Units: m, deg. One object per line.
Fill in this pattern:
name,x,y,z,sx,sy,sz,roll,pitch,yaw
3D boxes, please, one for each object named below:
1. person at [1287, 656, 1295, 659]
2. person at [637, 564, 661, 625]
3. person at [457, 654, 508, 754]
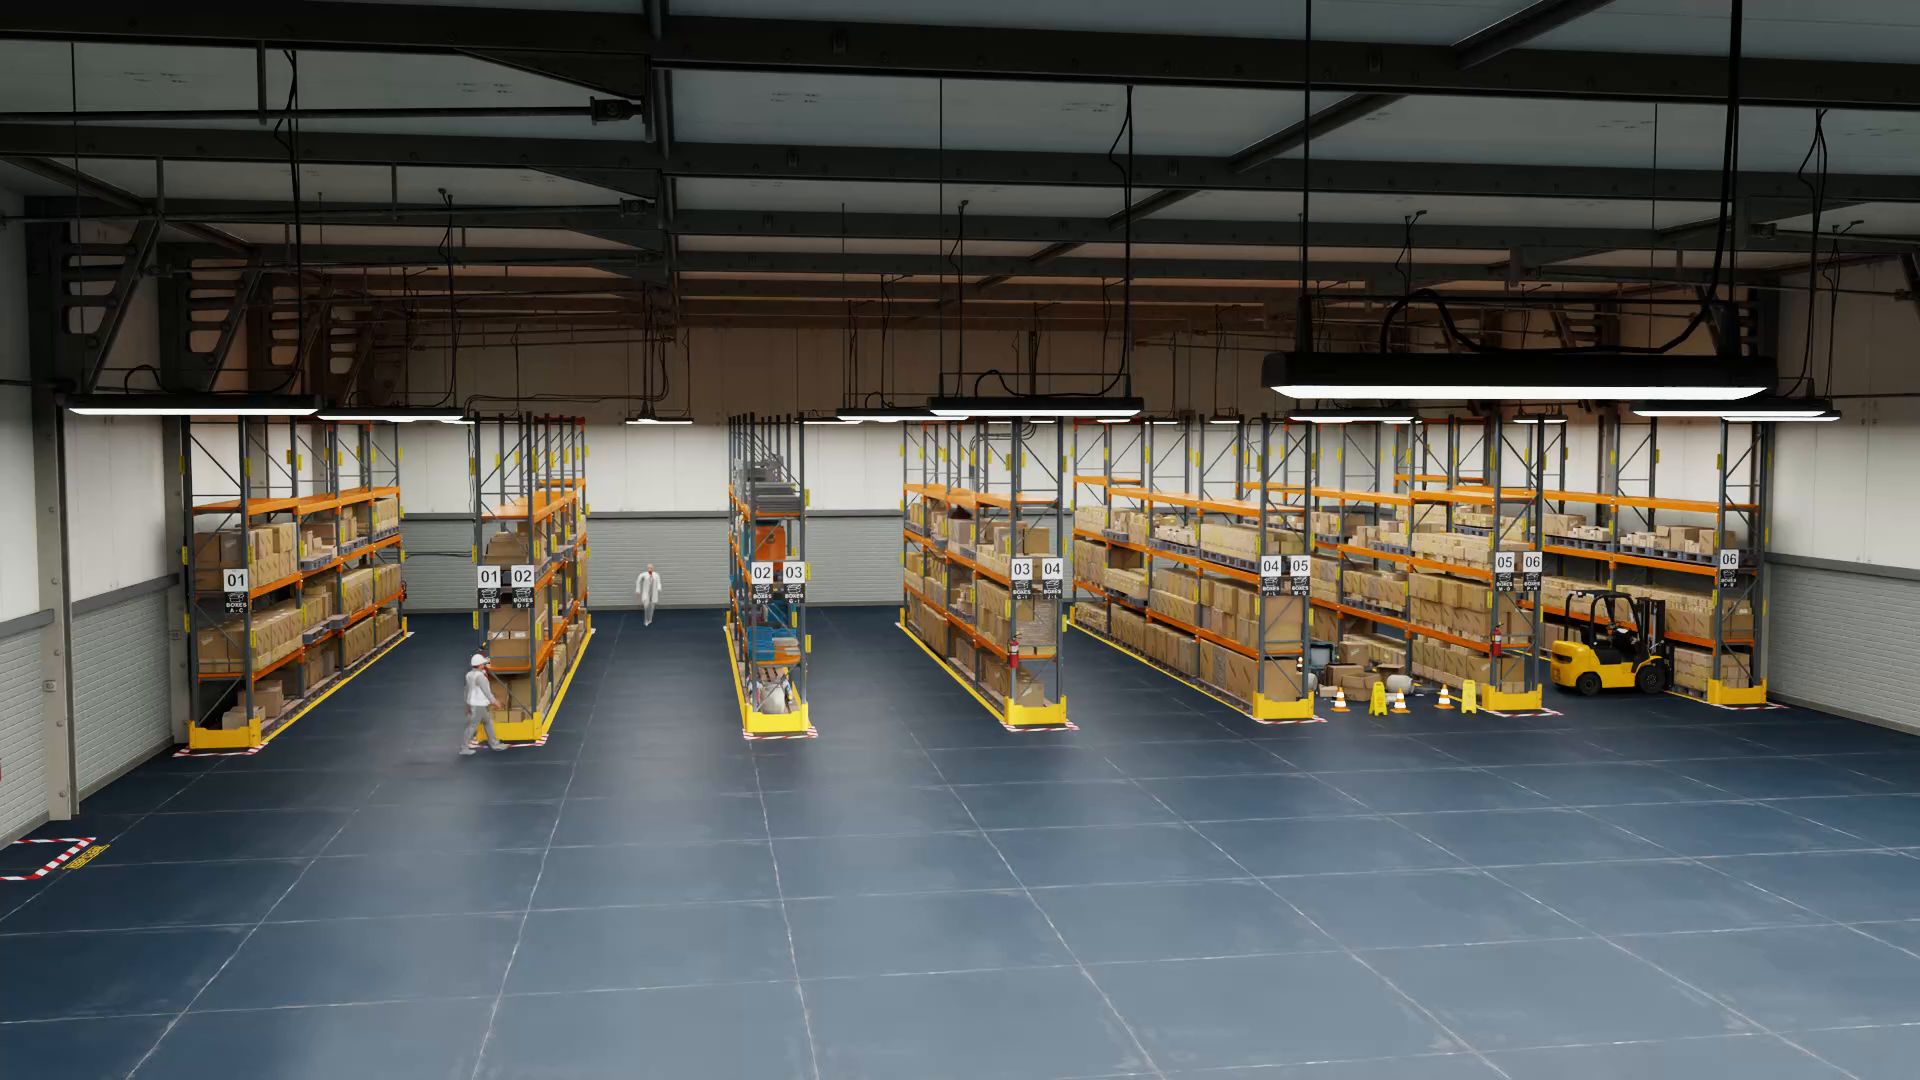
person,7.999,2.142,40.601,0.545,1.661,0.733,-1,4,-19
person,-9.050,1.623,48.342,0.660,1.853,0.791,-1,4,-15
person,-8.317,2.855,28.990,0.922,1.740,0.539,-2,4,-30
